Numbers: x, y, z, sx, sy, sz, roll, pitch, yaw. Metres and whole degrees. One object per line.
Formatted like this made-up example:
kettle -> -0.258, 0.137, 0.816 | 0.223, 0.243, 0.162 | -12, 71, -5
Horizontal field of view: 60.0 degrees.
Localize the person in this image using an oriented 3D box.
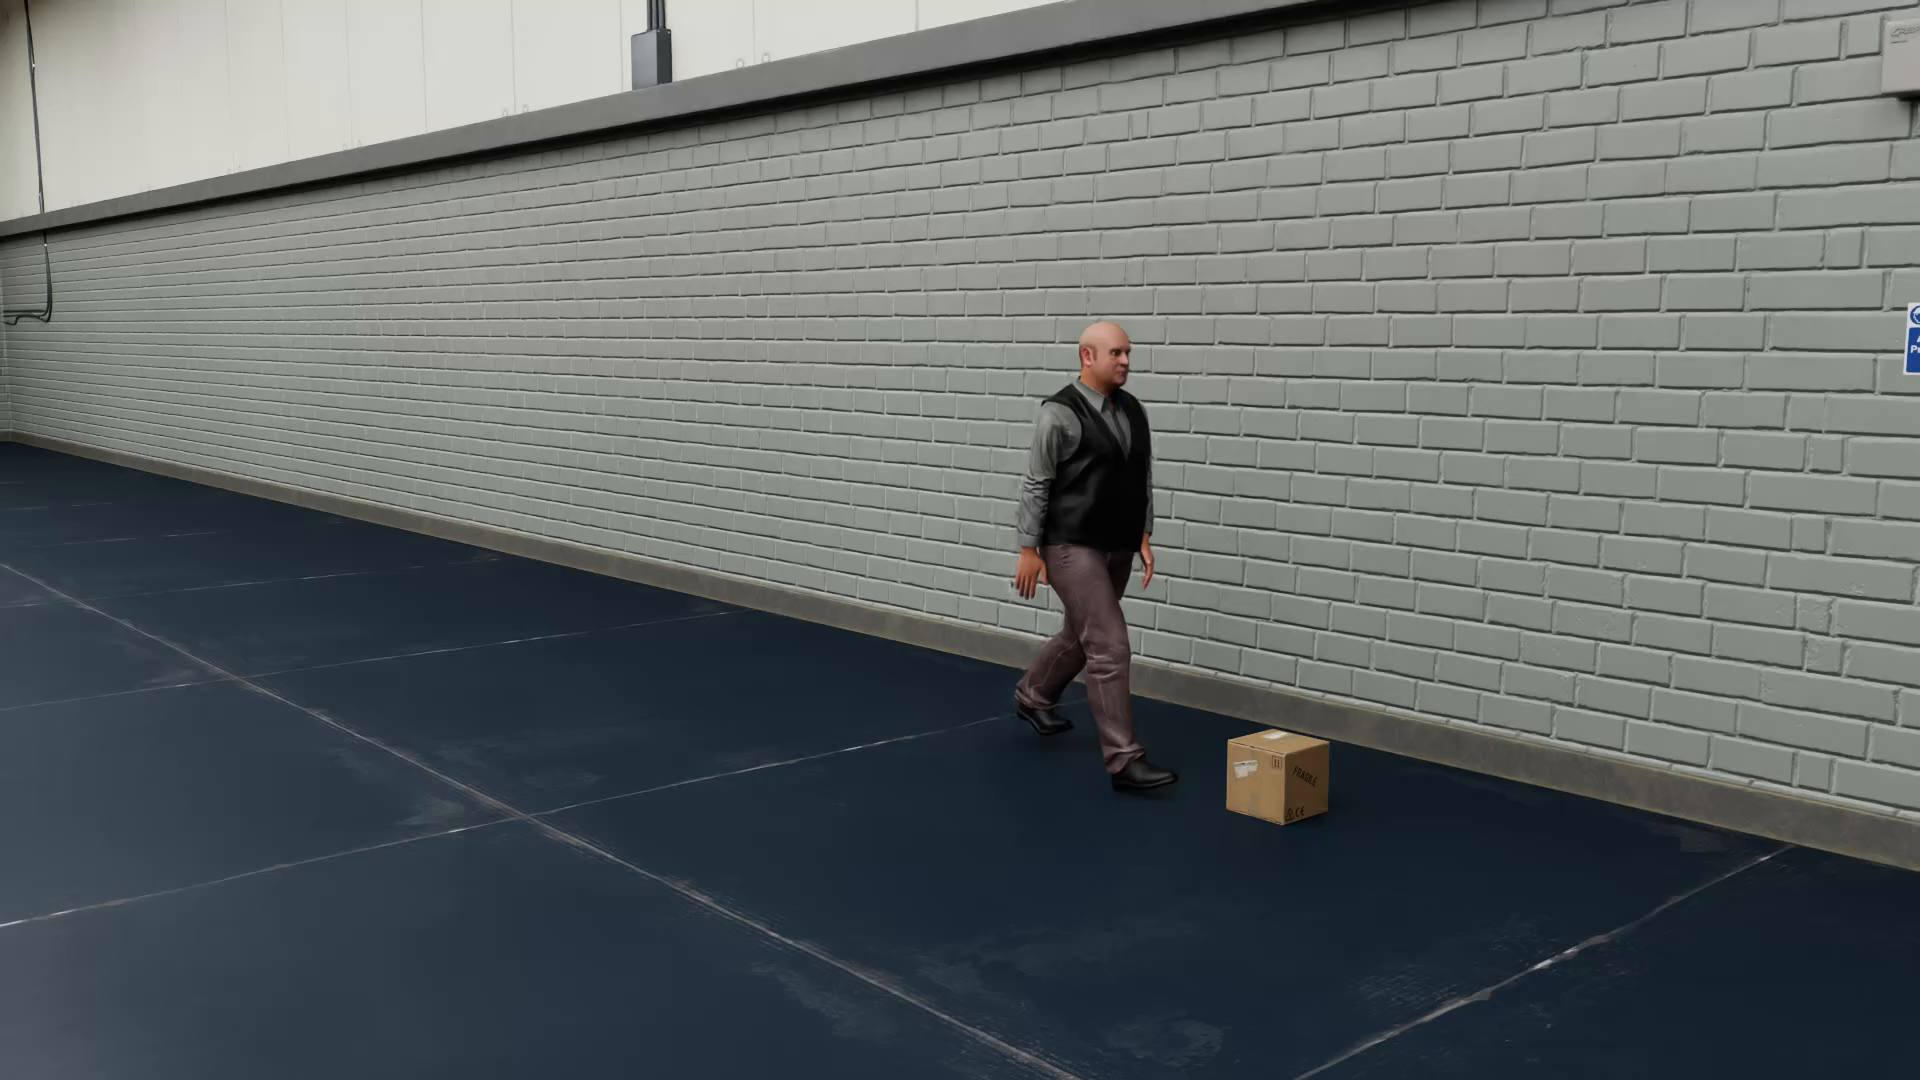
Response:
person -> 0.486, 0.033, 6.209 | 0.559, 1.682, 1.047 | -7, 10, -44
